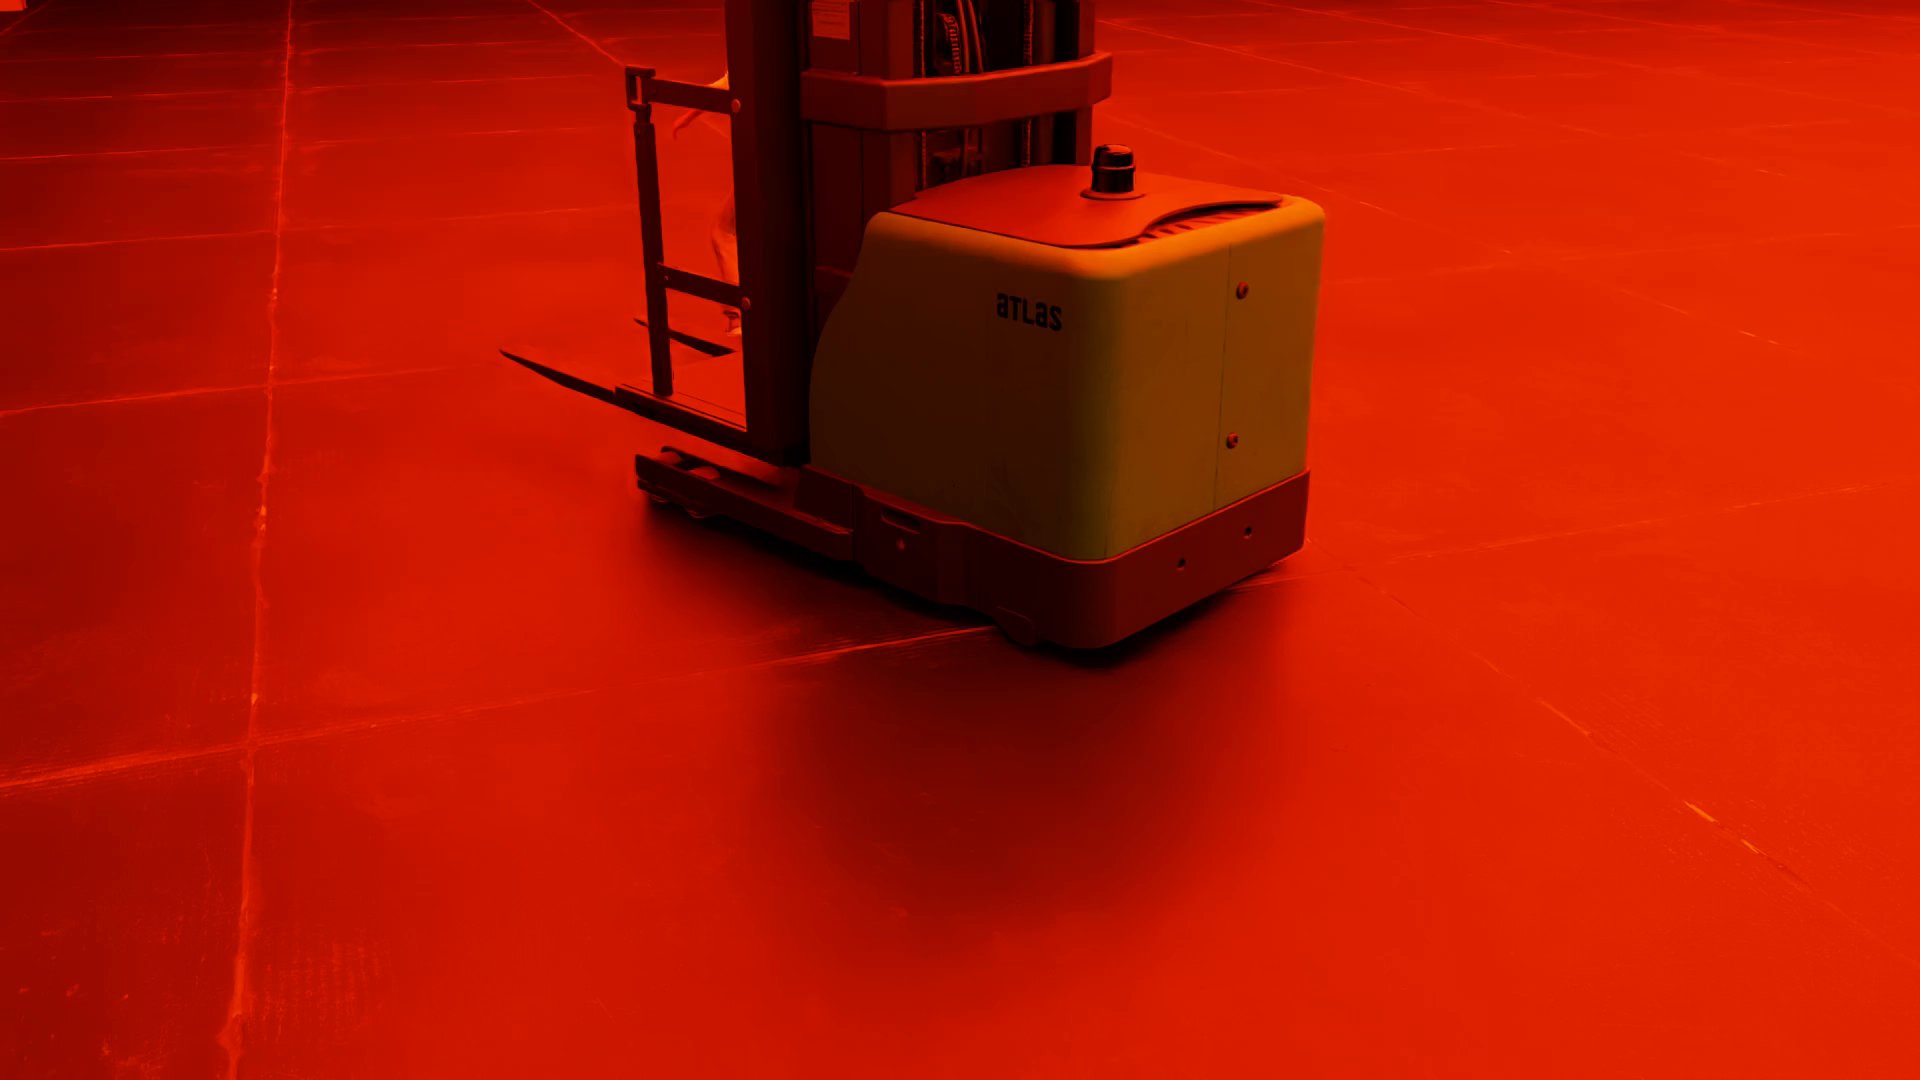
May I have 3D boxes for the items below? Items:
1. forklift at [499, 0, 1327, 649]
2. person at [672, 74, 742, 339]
[{"bbox_3d":[-0.400,-1.544,4.970,3.031,2.935,1.130,21,30,40],"label":"forklift"},{"bbox_3d":[-0.677,-1.550,7.016,0.960,1.530,0.519,-15,27,-32],"label":"person"}]
